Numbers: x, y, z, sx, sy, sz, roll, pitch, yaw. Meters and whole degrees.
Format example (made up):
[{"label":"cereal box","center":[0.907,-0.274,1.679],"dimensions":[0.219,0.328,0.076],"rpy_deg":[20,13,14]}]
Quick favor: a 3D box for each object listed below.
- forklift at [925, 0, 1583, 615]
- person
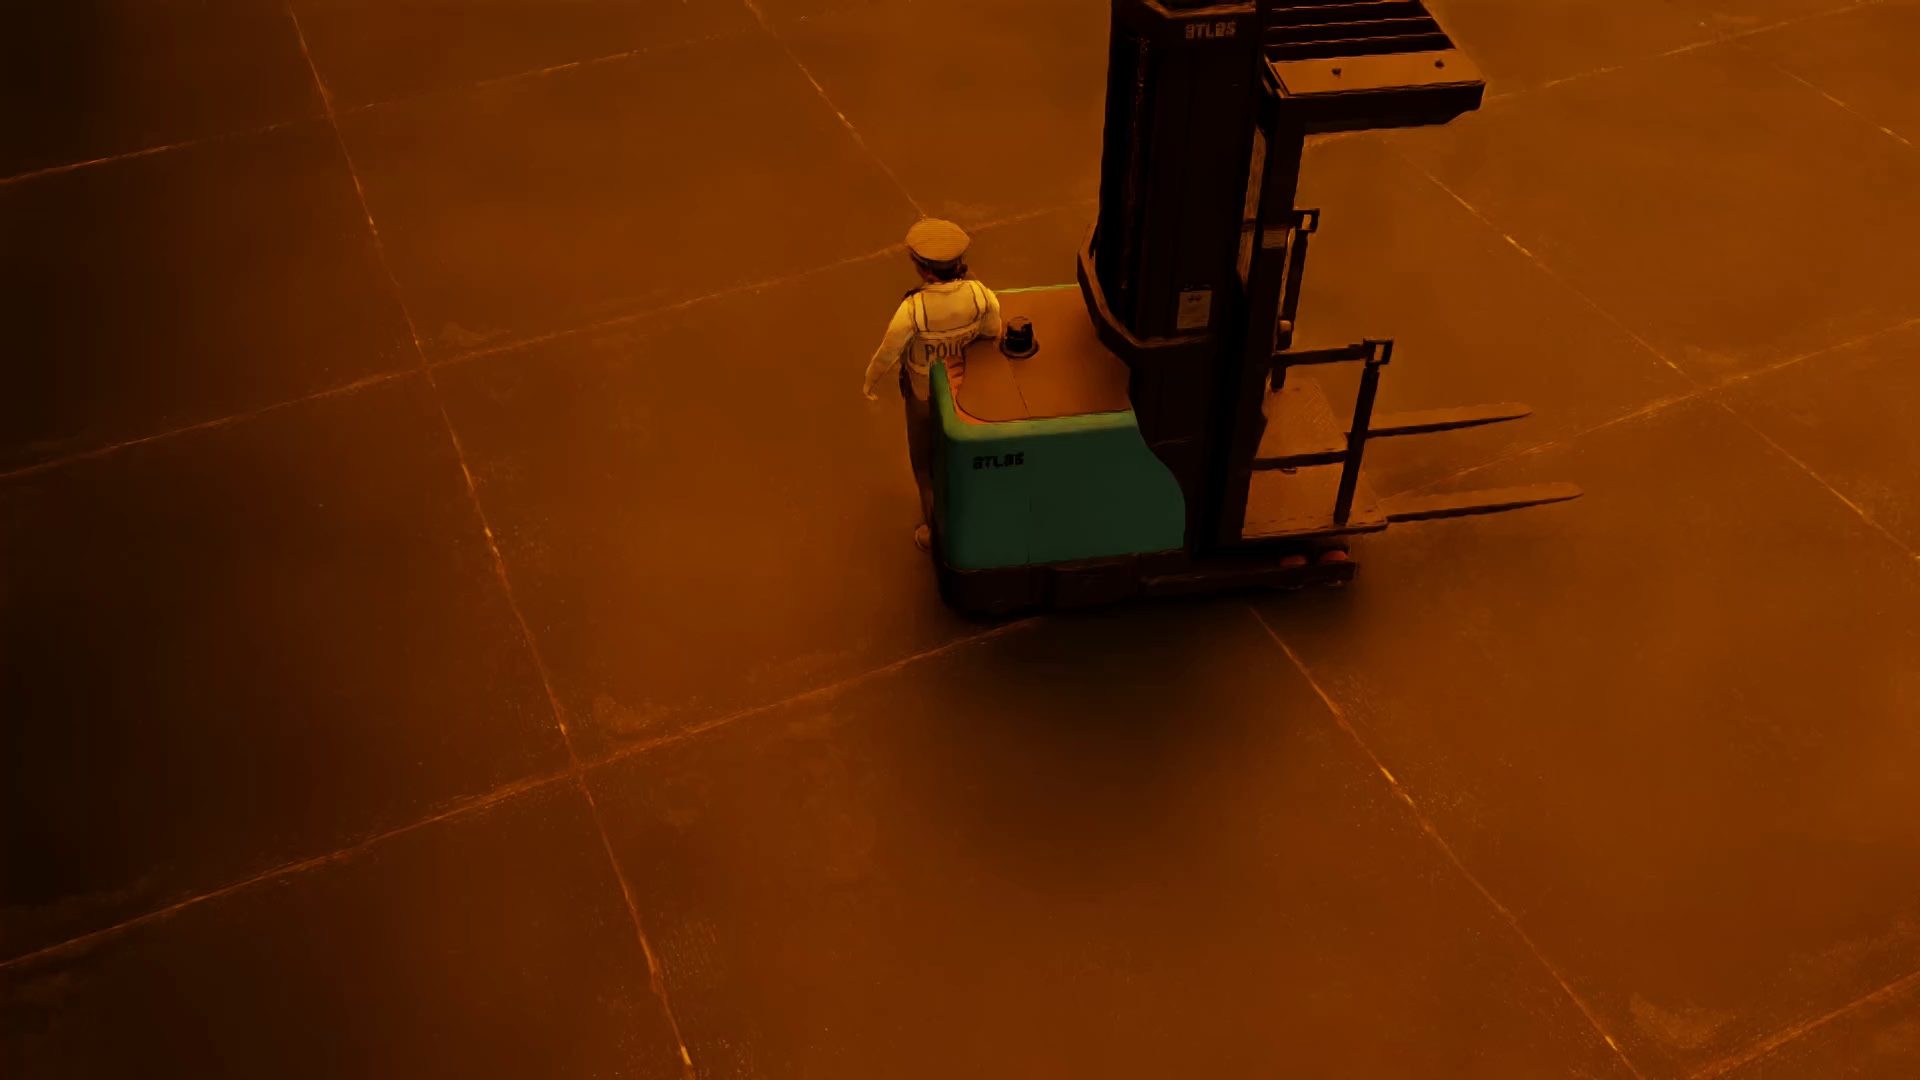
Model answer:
[{"label":"forklift","center":[1.355,-1.199,6.965],"dimensions":[3.031,2.935,1.130],"rpy_deg":[-6,43,-6]},{"label":"person","center":[-0.102,-0.700,7.390],"dimensions":[0.596,1.630,0.655],"rpy_deg":[-20,47,-20]}]
